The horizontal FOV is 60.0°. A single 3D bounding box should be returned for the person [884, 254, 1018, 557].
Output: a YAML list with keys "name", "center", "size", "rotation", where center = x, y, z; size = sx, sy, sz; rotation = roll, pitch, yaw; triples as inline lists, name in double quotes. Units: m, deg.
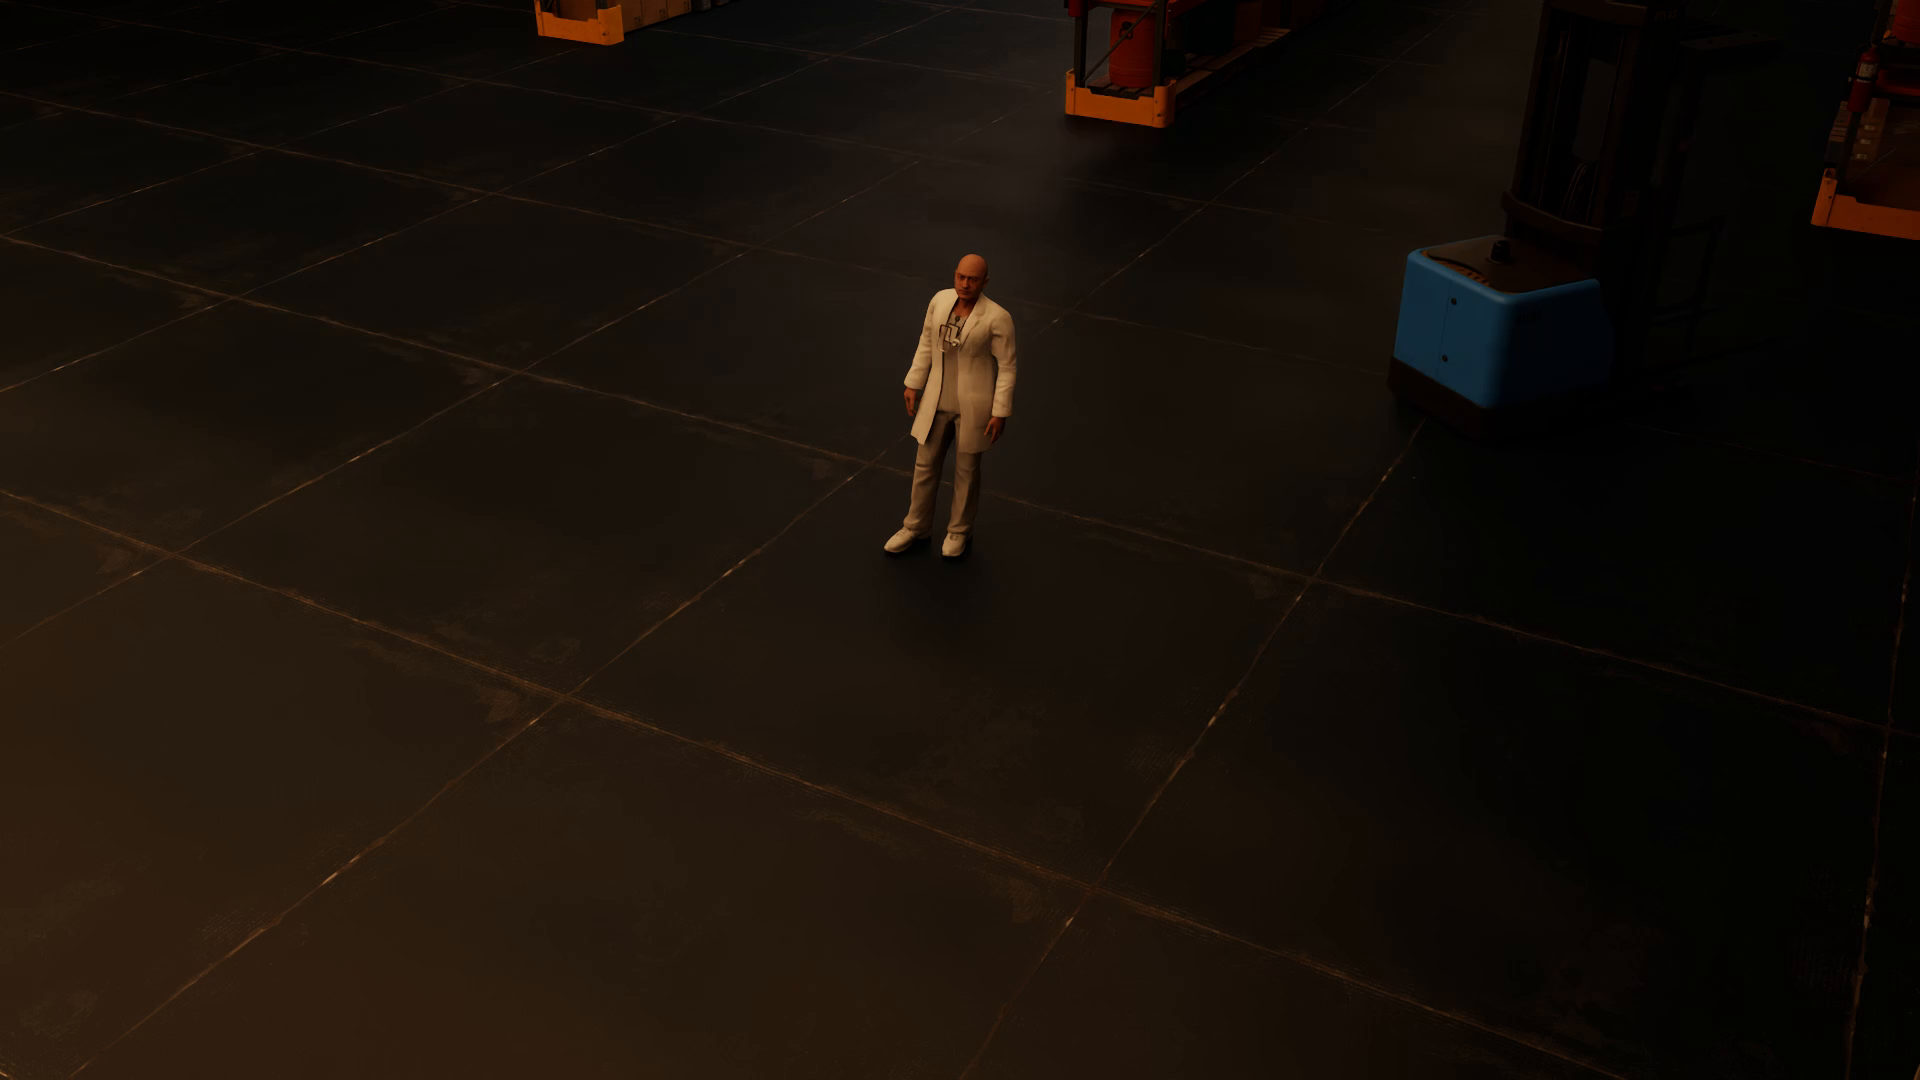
- name: "person"
  center: [-0.048, -0.738, 9.488]
  size: [0.696, 1.776, 0.581]
  rotation: [15, 33, 25]

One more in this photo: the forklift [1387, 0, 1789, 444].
- name: "forklift"
  center: [4.568, -2.405, 11.237]
  size: [3.031, 2.935, 1.130]
  rotation: [-14, 33, -22]
